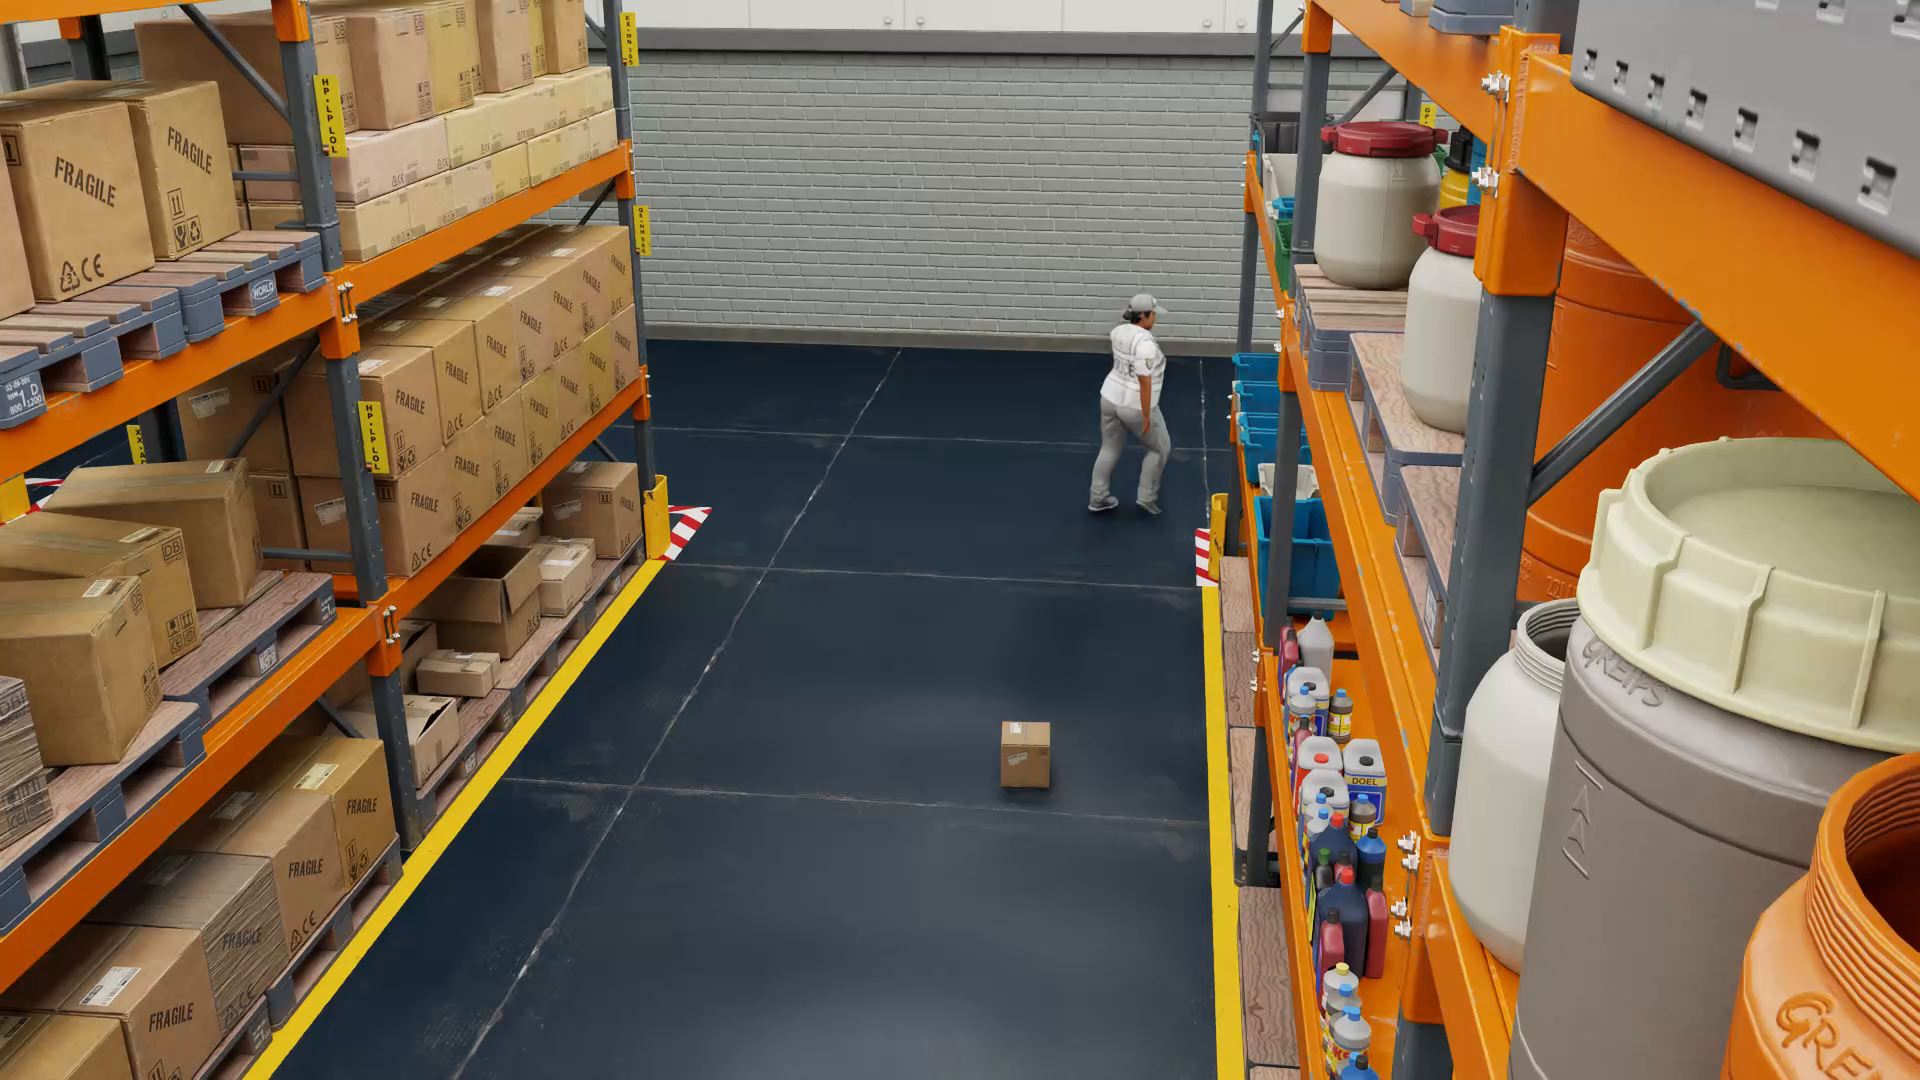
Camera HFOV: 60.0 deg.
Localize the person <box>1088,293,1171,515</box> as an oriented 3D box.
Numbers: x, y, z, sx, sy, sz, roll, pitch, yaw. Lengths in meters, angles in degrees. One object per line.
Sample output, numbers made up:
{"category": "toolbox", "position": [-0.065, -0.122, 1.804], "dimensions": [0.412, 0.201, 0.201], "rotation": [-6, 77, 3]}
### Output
{"category": "person", "position": [1.258, -0.943, 12.064], "dimensions": [0.562, 1.731, 0.553], "rotation": [-13, 25, -30]}
